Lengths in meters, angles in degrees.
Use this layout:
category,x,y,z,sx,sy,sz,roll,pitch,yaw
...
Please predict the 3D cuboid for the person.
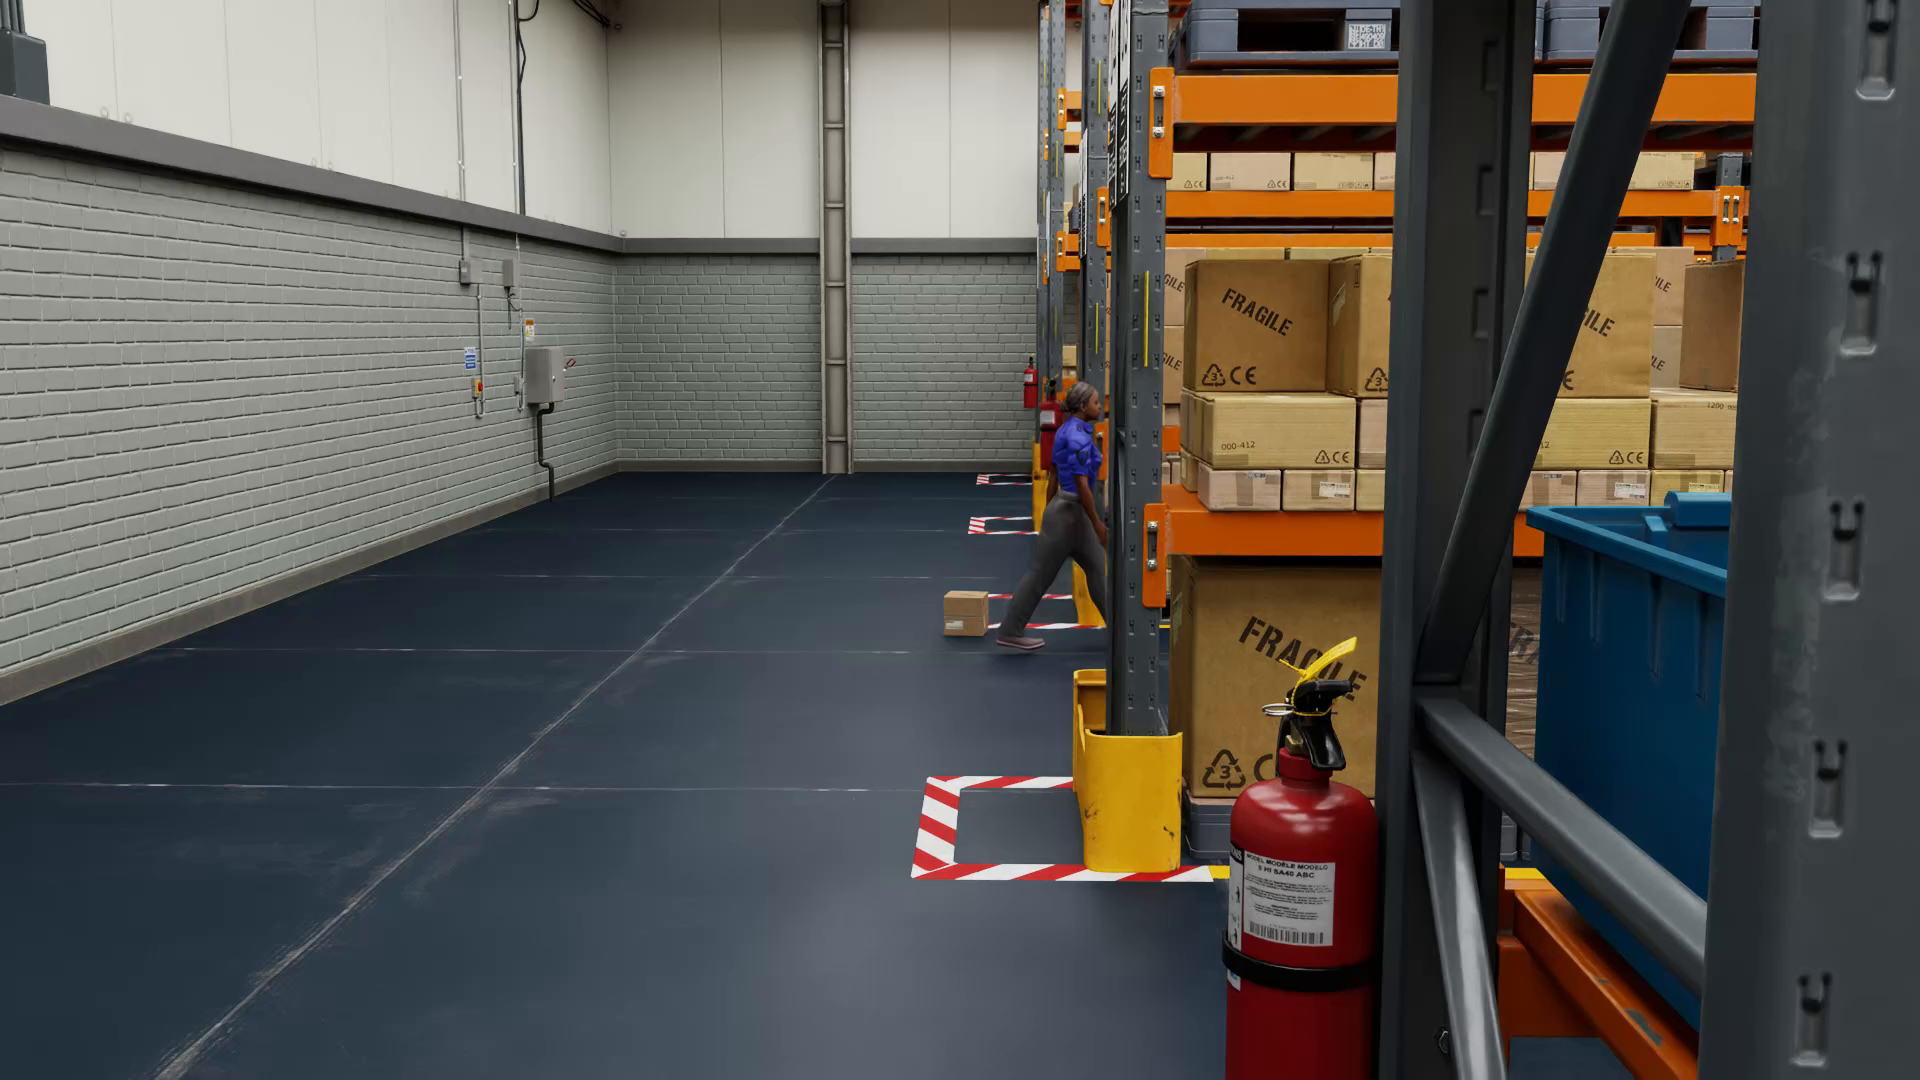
category,x,y,z,sx,sy,sz,roll,pitch,yaw
person,0.711,-0.142,9.850,0.991,1.589,0.444,0,7,1
